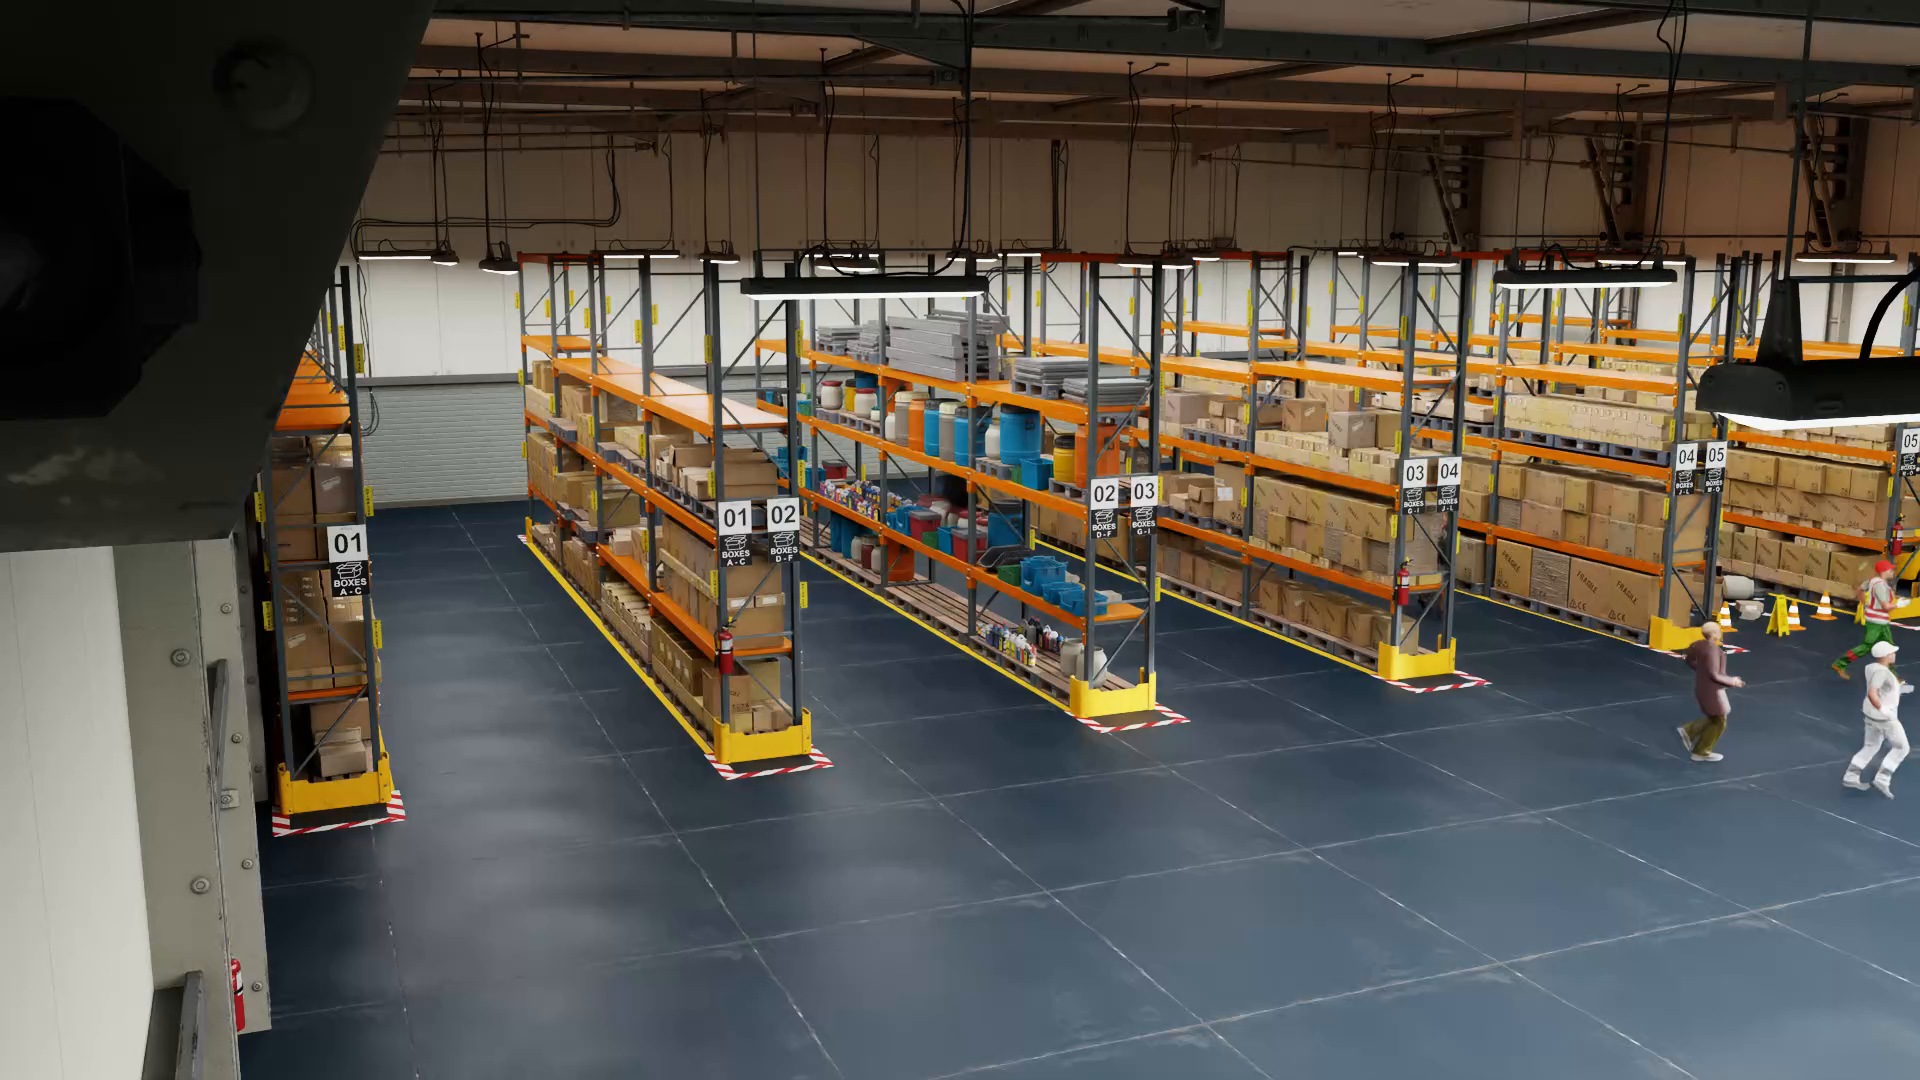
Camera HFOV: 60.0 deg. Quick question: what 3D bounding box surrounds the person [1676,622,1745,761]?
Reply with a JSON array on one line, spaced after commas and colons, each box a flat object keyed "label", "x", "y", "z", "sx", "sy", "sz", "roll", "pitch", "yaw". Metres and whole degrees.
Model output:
[{"label": "person", "x": 9.107, "y": 1.836, "z": 20.180, "sx": 0.660, "sy": 1.727, "sz": 0.705, "roll": 1, "pitch": 10, "yaw": 5}]

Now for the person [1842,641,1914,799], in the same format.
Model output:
[{"label": "person", "x": 10.503, "y": 2.046, "z": 18.921, "sx": 0.699, "sy": 1.825, "sz": 0.633, "roll": 1, "pitch": 10, "yaw": 6}]

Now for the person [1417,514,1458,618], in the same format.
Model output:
[{"label": "person", "x": 8.043, "y": 0.414, "z": 27.993, "sx": 0.649, "sy": 1.758, "sz": 0.834, "roll": -7, "pitch": 12, "yaw": -32}]

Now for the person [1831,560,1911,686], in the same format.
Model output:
[{"label": "person", "x": 12.952, "y": 1.158, "z": 23.543, "sx": 0.995, "sy": 1.782, "sz": 0.663, "roll": 5, "pitch": 11, "yaw": 25}]
